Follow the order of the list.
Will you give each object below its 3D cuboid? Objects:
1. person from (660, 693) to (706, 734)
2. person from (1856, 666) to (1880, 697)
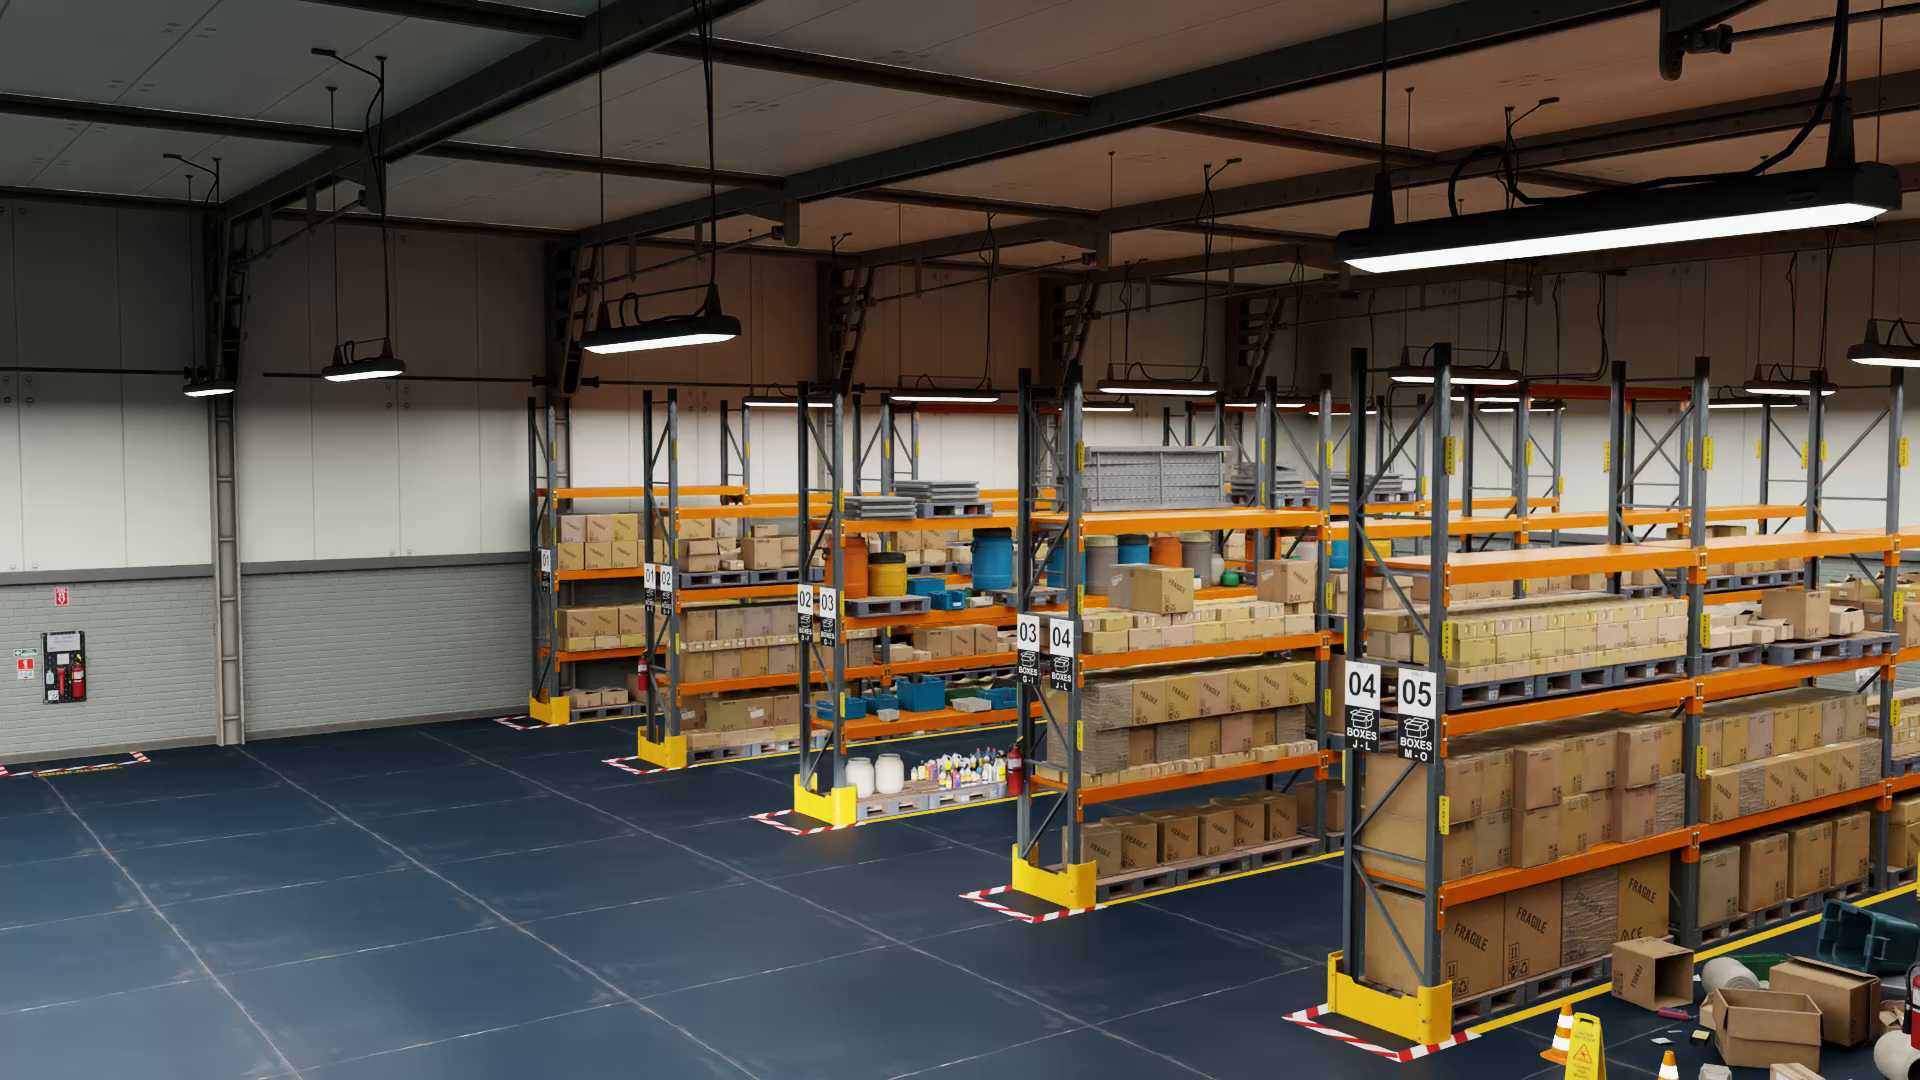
[{"bbox_3d":[-4.887,2.558,29.418,0.849,1.691,0.563,-3,5,-43],"label":"person"},{"bbox_3d":[16.861,2.525,30.689,0.496,1.636,0.920,0,3,-4],"label":"person"}]
